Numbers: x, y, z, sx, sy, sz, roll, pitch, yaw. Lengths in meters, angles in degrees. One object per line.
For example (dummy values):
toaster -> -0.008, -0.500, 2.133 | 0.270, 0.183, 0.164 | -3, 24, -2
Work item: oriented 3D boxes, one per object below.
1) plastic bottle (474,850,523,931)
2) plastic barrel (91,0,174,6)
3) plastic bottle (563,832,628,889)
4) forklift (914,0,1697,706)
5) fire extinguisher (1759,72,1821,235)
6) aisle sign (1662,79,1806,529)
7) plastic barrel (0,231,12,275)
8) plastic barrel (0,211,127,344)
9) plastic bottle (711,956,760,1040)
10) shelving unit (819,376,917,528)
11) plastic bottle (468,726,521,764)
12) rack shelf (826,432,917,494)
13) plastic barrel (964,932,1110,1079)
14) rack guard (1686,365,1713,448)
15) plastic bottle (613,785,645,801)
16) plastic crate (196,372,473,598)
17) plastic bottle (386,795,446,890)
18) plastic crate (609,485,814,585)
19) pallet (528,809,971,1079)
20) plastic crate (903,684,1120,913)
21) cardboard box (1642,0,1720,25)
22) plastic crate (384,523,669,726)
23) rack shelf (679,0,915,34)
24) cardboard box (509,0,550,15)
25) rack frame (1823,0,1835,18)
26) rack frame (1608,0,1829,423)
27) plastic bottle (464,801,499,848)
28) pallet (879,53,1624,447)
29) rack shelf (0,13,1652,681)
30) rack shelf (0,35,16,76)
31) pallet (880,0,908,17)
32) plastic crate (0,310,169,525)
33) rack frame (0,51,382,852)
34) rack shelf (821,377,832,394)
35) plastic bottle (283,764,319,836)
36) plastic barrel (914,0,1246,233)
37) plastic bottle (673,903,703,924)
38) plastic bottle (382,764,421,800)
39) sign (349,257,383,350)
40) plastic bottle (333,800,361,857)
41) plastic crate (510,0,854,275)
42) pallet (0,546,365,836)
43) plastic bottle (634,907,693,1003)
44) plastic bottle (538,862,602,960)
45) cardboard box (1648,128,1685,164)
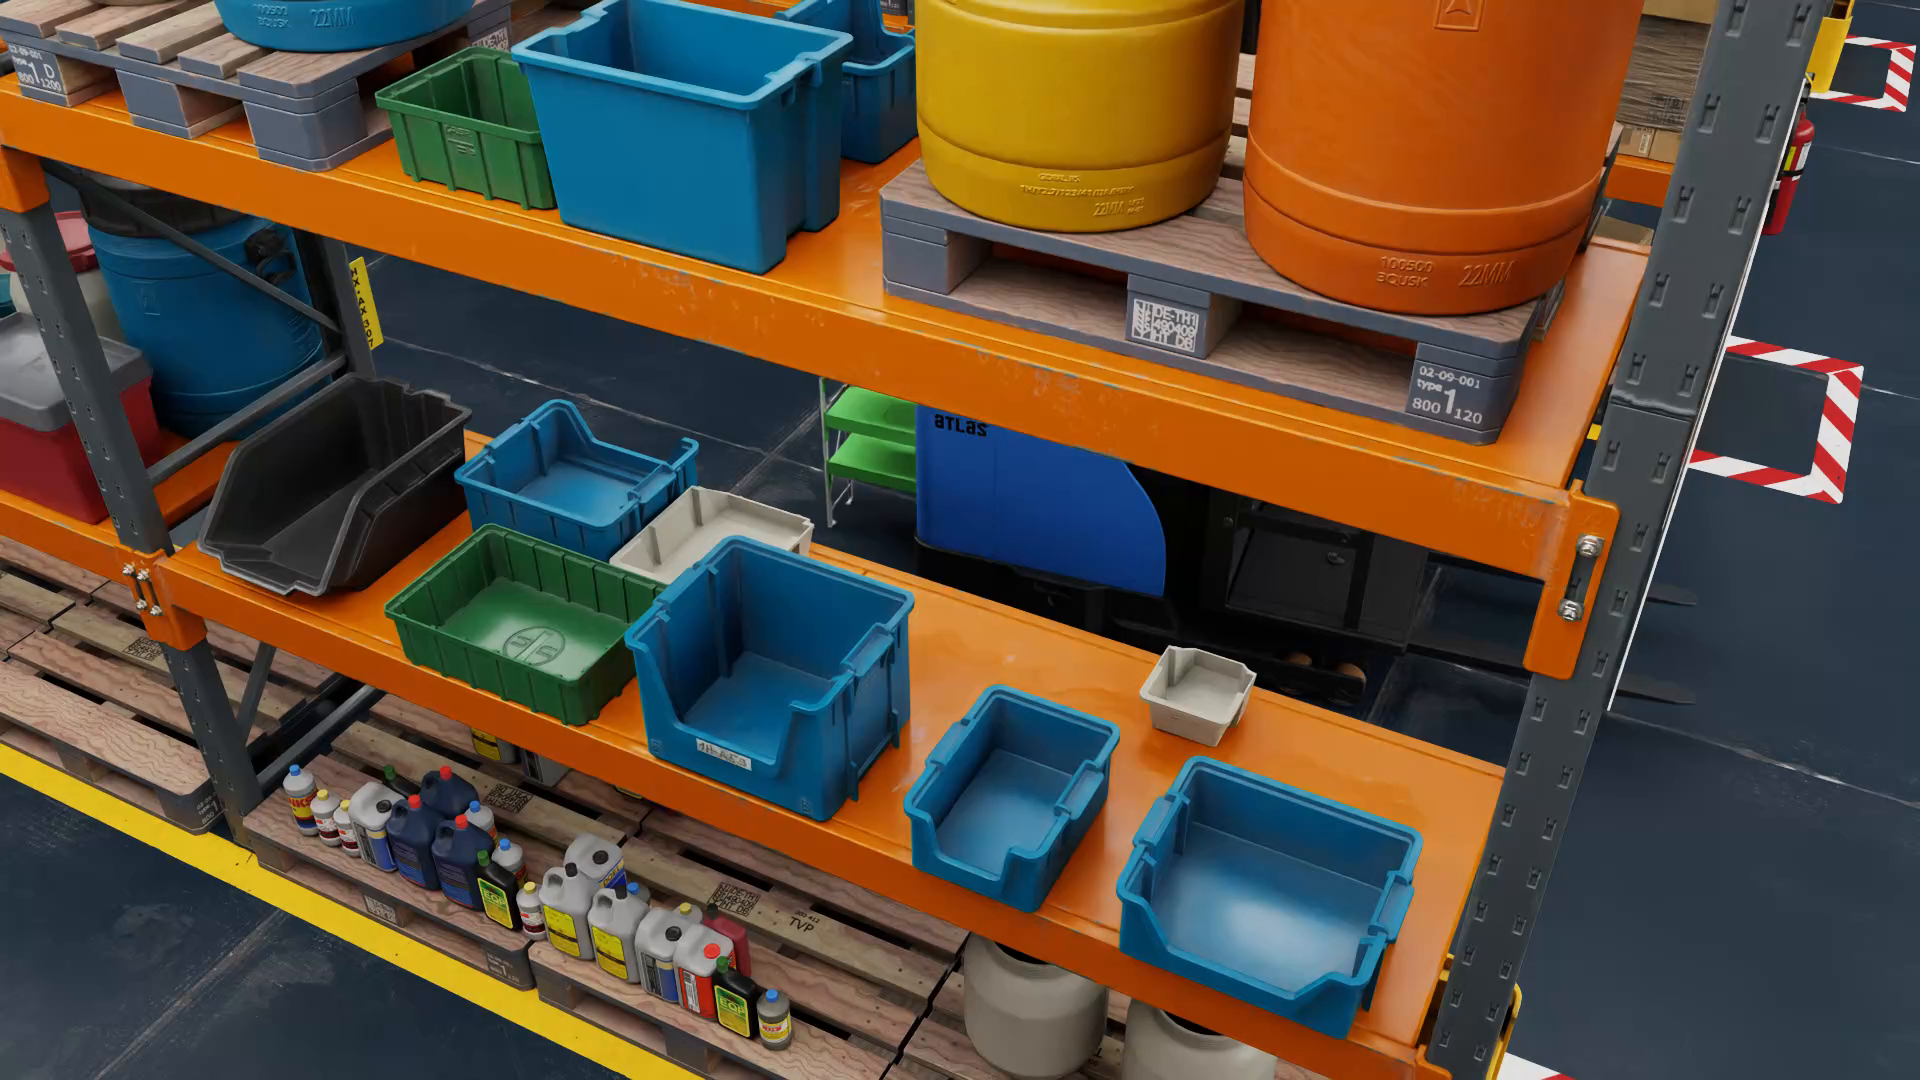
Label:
plastic bottle -> -1.444, 1.094, 5.210 | 0.133, 0.283, 0.061 | 19, 41, 23
plastic barrel -> -1.973, -1.562, 3.906 | 0.421, 0.512, 0.421 | 0, 37, 0
plastic bottle -> -1.148, 1.061, 5.261 | 0.135, 0.276, 0.152 | 17, 41, 21
forklift -> 1.384, -0.894, 6.003 | 3.031, 2.935, 1.130 | 12, 39, 16
fire extinguisher -> 3.454, -1.617, 6.964 | 0.183, 0.674, 0.296 | 17, 41, 21
aisle sign -> 1.485, -0.441, 3.200 | 0.004, 0.787, 0.394 | 17, 41, 21
plastic barrel -> -3.665, -1.022, 6.003 | 0.433, 0.535, 0.433 | 0, 37, 0
plastic barrel -> -3.014, -0.818, 5.735 | 0.433, 0.535, 0.433 | 0, 37, 0
plastic bottle -> -0.658, 1.341, 4.886 | 0.133, 0.283, 0.061 | 18, 41, 23
shelving unit -> -0.304, -0.543, 6.973 | 0.503, 1.200, 0.258 | 13, 39, 17
plastic bottle -> -1.627, 0.601, 5.804 | 0.185, 0.351, 0.144 | 17, 41, 21
rack shelf -> -0.304, -0.301, 7.156 | 0.480, 0.148, 0.258 | 13, 39, 17
plastic barrel -> 0.222, 1.274, 4.801 | 0.421, 0.512, 0.421 | 0, 37, 0
rack guard -> 3.497, -0.953, 8.092 | 0.348, 0.500, 1.175 | 17, 41, 21
plastic bottle -> -1.128, 0.756, 5.656 | 0.133, 0.283, 0.061 | 17, 41, 21
plastic crate -> -1.859, -0.142, 5.007 | 0.504, 0.338, 0.767 | 17, 41, 21
plastic bottle -> -1.739, 0.947, 5.349 | 0.185, 0.351, 0.144 | 18, 41, 23
plastic crate -> -0.707, 0.040, 4.934 | 0.437, 0.136, 0.530 | 17, 41, 21
pallet -> -0.601, 1.278, 5.392 | 1.213, 0.211, 1.003 | 17, 41, 21
plastic crate -> 0.131, 0.629, 4.064 | 0.408, 0.251, 0.499 | 17, 41, 21
cardboard box -> 2.962, -2.504, 6.912 | 0.500, 0.500, 0.500 | 17, 41, 21
plastic crate -> -1.190, 0.233, 4.637 | 0.662, 0.188, 0.450 | 17, 41, 21
rack shelf -> -1.763, -3.309, 9.723 | 4.000, 0.370, 1.077 | 17, 41, 21
cardboard box -> -2.455, -3.318, 10.223 | 0.500, 0.250, 0.500 | 22, 42, 26
rack frame -> 5.935, -4.562, 10.779 | 0.127, 3.000, 1.000 | 17, 41, 21
rack frame -> 1.287, -1.658, 1.991 | 0.127, 3.000, 1.000 | 17, 41, 21
plastic bottle -> -1.555, 0.954, 5.405 | 0.097, 0.271, 0.097 | 0, 37, 0
pallet -> 0.597, -0.670, 3.327 | 1.213, 0.211, 1.003 | 17, 41, 21
rack shelf -> -0.489, -0.733, 3.848 | 4.000, 0.370, 1.077 | 17, 41, 21
rack shelf -> -4.041, -1.845, 5.313 | 4.000, 0.370, 1.077 | 17, 41, 21
pallet -> -0.599, -3.254, 9.214 | 1.213, 0.211, 1.003 | 17, 41, 21
plastic crate -> -2.836, -0.376, 5.212 | 0.583, 0.464, 0.402 | 17, 41, 21
rack frame -> -2.265, -0.380, 5.270 | 0.127, 3.000, 1.000 | 17, 41, 21
rack shelf -> -0.304, -0.683, 6.866 | 0.480, 0.148, 0.258 | 13, 39, 17
plastic bottle -> -2.184, 0.855, 5.535 | 0.097, 0.271, 0.097 | 0, 37, 0
plastic barrel -> 0.216, -0.954, 3.042 | 0.600, 0.588, 0.600 | 0, 37, 0
plastic bottle -> -0.839, 1.200, 5.138 | 0.097, 0.201, 0.097 | 0, 37, 0
plastic bottle -> -1.836, 0.868, 5.508 | 0.133, 0.283, 0.061 | 17, 41, 21
sign -> -2.002, -0.783, 5.572 | 0.005, 0.325, 0.100 | 17, 41, 21
plastic bottle -> -2.003, 0.939, 5.482 | 0.097, 0.201, 0.097 | 0, 37, 0
plastic crate -> -0.545, -0.825, 3.388 | 0.575, 0.384, 0.392 | 17, 41, 21
pallet -> -2.980, 0.533, 6.374 | 1.213, 0.211, 1.003 | 17, 41, 21
plastic bottle -> -0.880, 1.243, 5.021 | 0.135, 0.276, 0.152 | 16, 40, 20
plastic bottle -> -1.194, 1.117, 5.124 | 0.185, 0.351, 0.144 | 17, 40, 21
cardboard box -> 3.216, -1.796, 7.343 | 0.250, 0.149, 0.380 | 17, 41, 21
